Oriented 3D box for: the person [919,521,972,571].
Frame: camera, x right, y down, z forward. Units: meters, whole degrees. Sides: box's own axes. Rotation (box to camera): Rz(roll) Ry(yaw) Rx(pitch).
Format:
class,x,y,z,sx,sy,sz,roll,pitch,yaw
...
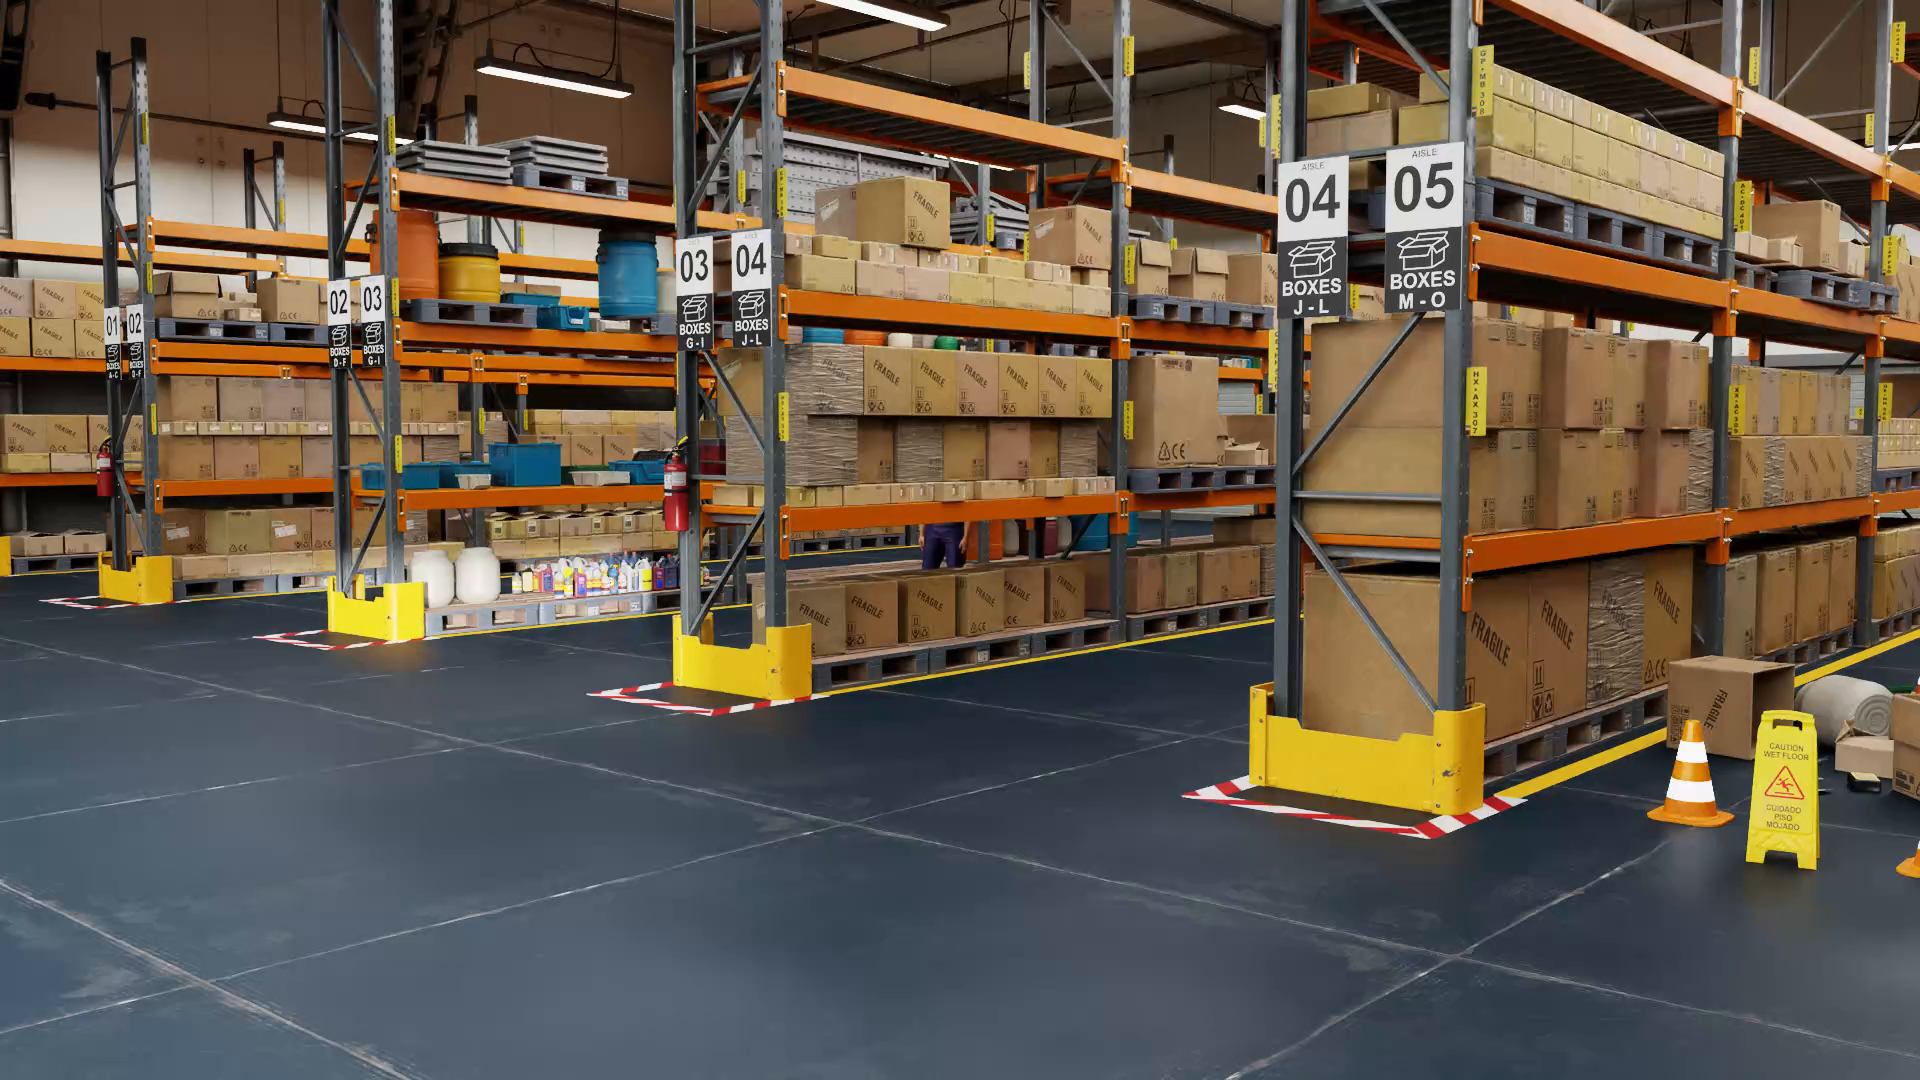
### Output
class,x,y,z,sx,sy,sz,roll,pitch,yaw
person,-0.147,-0.007,15.663,0.538,1.651,0.378,2,4,25
